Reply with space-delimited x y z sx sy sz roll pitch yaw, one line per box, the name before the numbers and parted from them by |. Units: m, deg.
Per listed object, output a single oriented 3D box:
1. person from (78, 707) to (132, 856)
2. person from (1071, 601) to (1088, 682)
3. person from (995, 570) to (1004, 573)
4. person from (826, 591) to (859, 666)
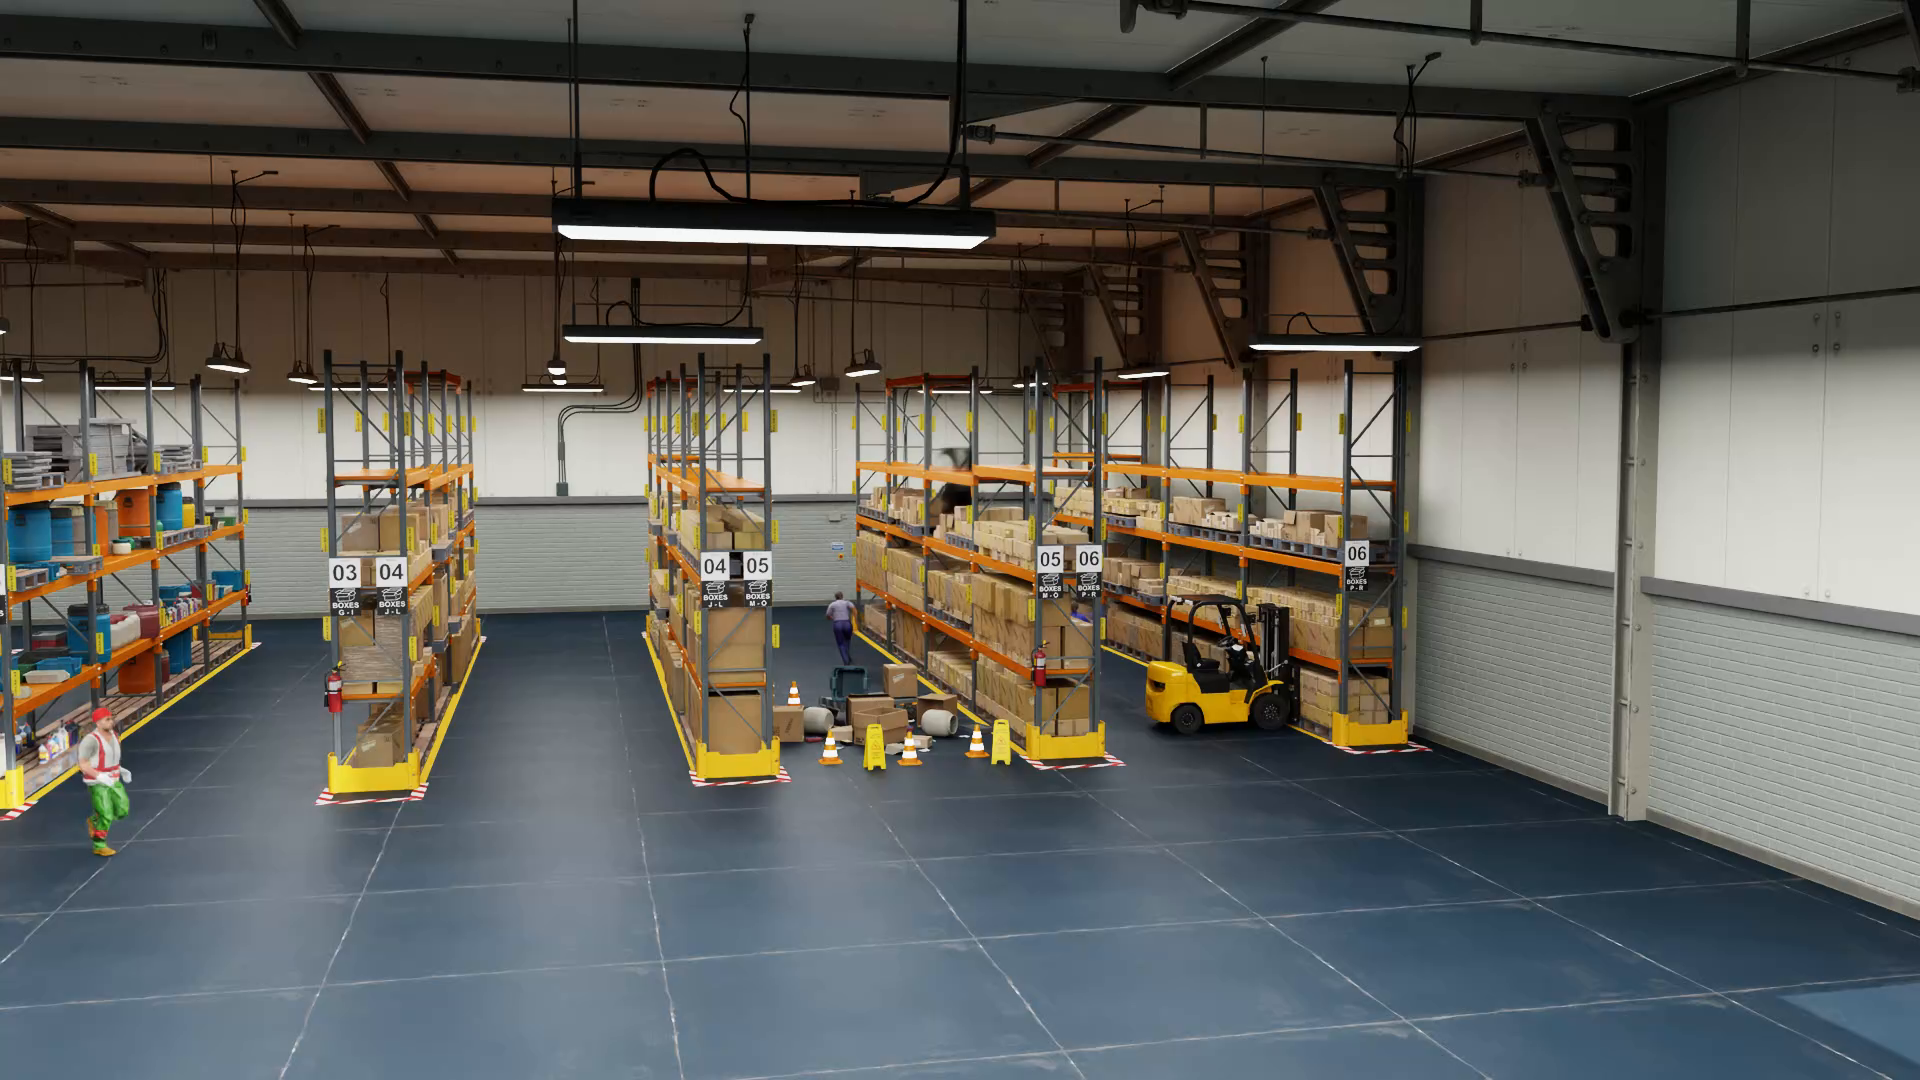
person | -9.956 2.798 19.320 0.641 1.730 0.658 1 4 15
person | 2.187 1.980 31.932 0.574 1.626 0.587 -1 4 -11
person | 1.076 1.472 39.248 0.514 1.624 0.677 3 5 38
person | -2.435 1.829 34.432 0.628 1.512 0.953 -1 4 -18
